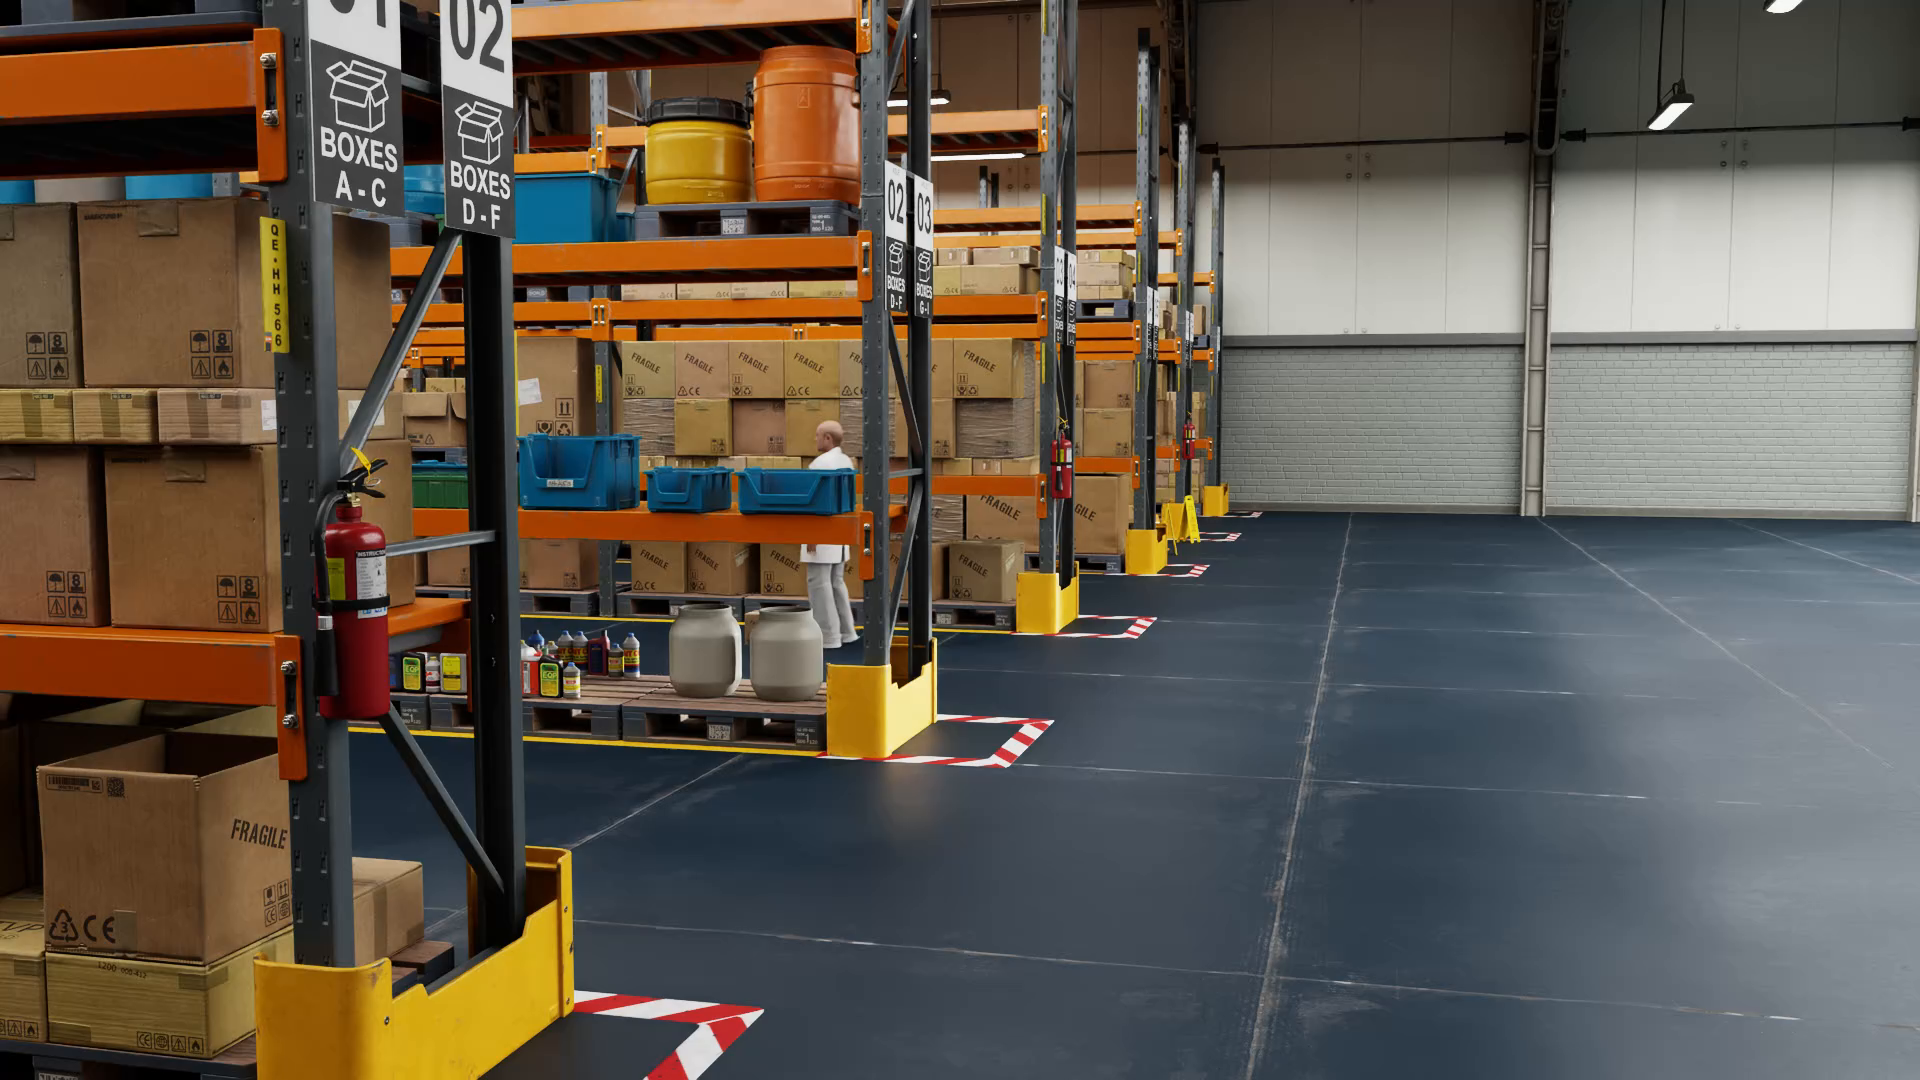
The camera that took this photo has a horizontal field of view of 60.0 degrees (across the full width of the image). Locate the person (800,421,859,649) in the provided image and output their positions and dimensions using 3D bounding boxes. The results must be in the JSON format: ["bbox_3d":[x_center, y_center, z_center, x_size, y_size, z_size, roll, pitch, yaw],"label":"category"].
[{"bbox_3d":[-1.059,-0.025,13.039,0.426,1.819,0.565,1,5,15],"label":"person"}]
